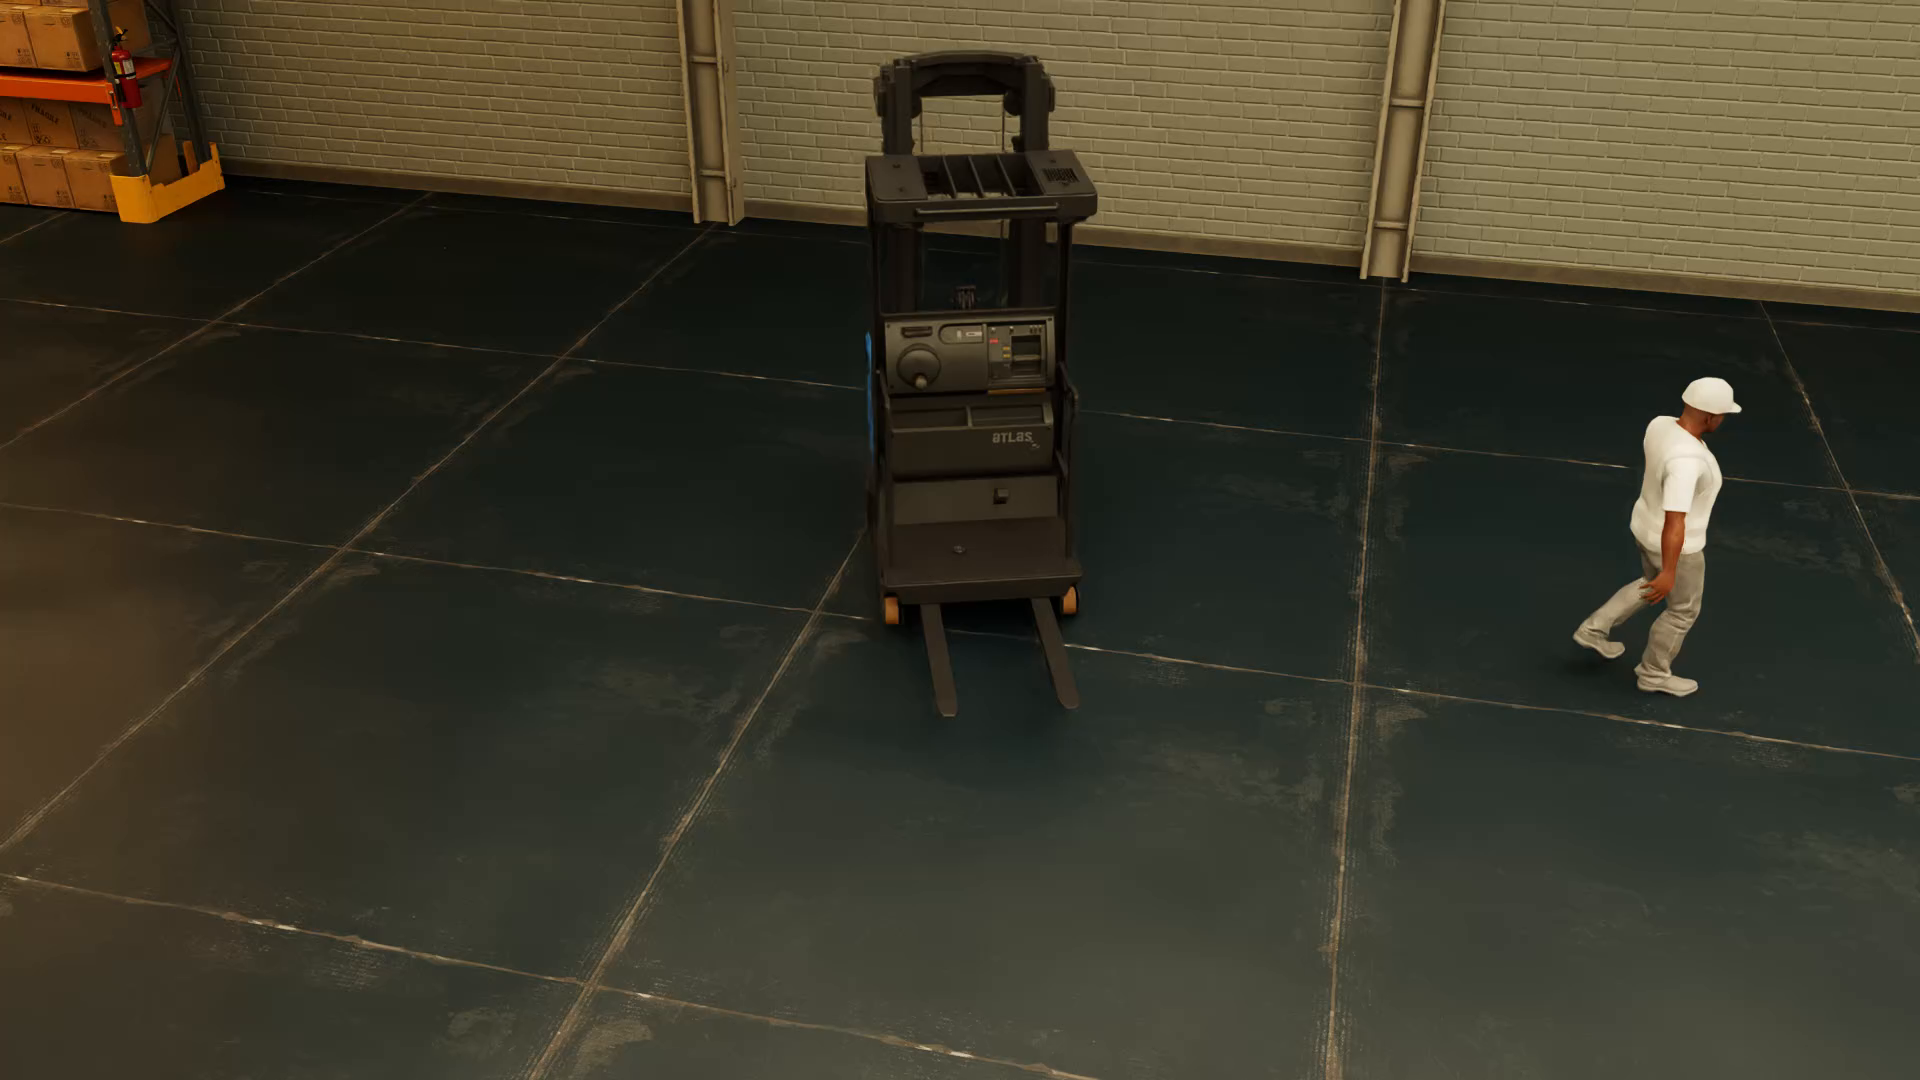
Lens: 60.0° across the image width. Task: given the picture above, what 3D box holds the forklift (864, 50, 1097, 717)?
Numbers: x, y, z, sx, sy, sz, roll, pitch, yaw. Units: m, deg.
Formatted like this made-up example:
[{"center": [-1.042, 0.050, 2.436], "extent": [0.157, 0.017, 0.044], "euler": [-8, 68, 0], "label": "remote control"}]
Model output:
[{"center": [0.082, -0.974, 8.890], "extent": [1.130, 2.935, 3.031], "euler": [-3, 30, -6], "label": "forklift"}]

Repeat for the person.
[{"center": [3.582, -0.019, 8.406], "extent": [0.638, 1.747, 0.867], "euler": [0, 30, 0], "label": "person"}]
